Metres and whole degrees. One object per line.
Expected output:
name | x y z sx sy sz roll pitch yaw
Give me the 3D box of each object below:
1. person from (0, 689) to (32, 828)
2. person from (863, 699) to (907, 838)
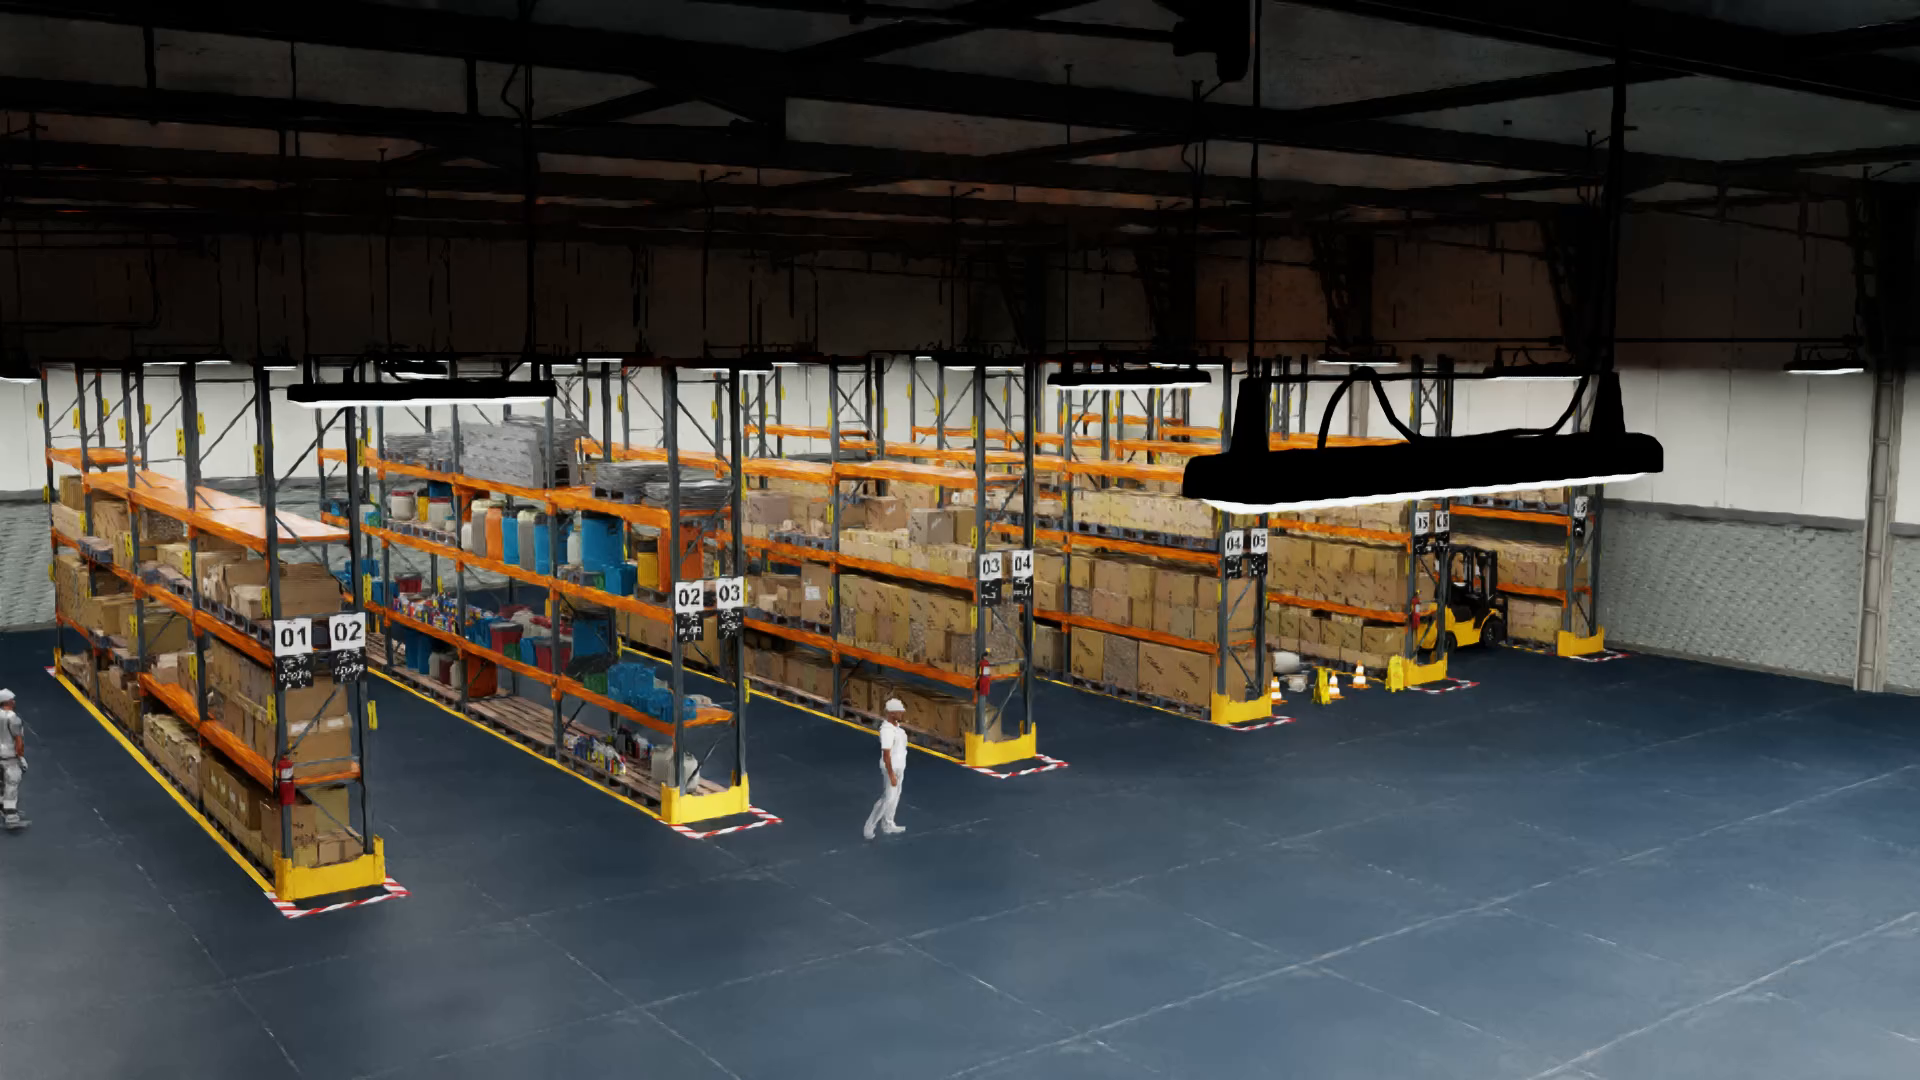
person | -12.386 2.821 21.717 0.618 1.792 0.468 3 8 26
person | -0.952 2.917 21.240 0.520 1.758 0.742 1 7 11
